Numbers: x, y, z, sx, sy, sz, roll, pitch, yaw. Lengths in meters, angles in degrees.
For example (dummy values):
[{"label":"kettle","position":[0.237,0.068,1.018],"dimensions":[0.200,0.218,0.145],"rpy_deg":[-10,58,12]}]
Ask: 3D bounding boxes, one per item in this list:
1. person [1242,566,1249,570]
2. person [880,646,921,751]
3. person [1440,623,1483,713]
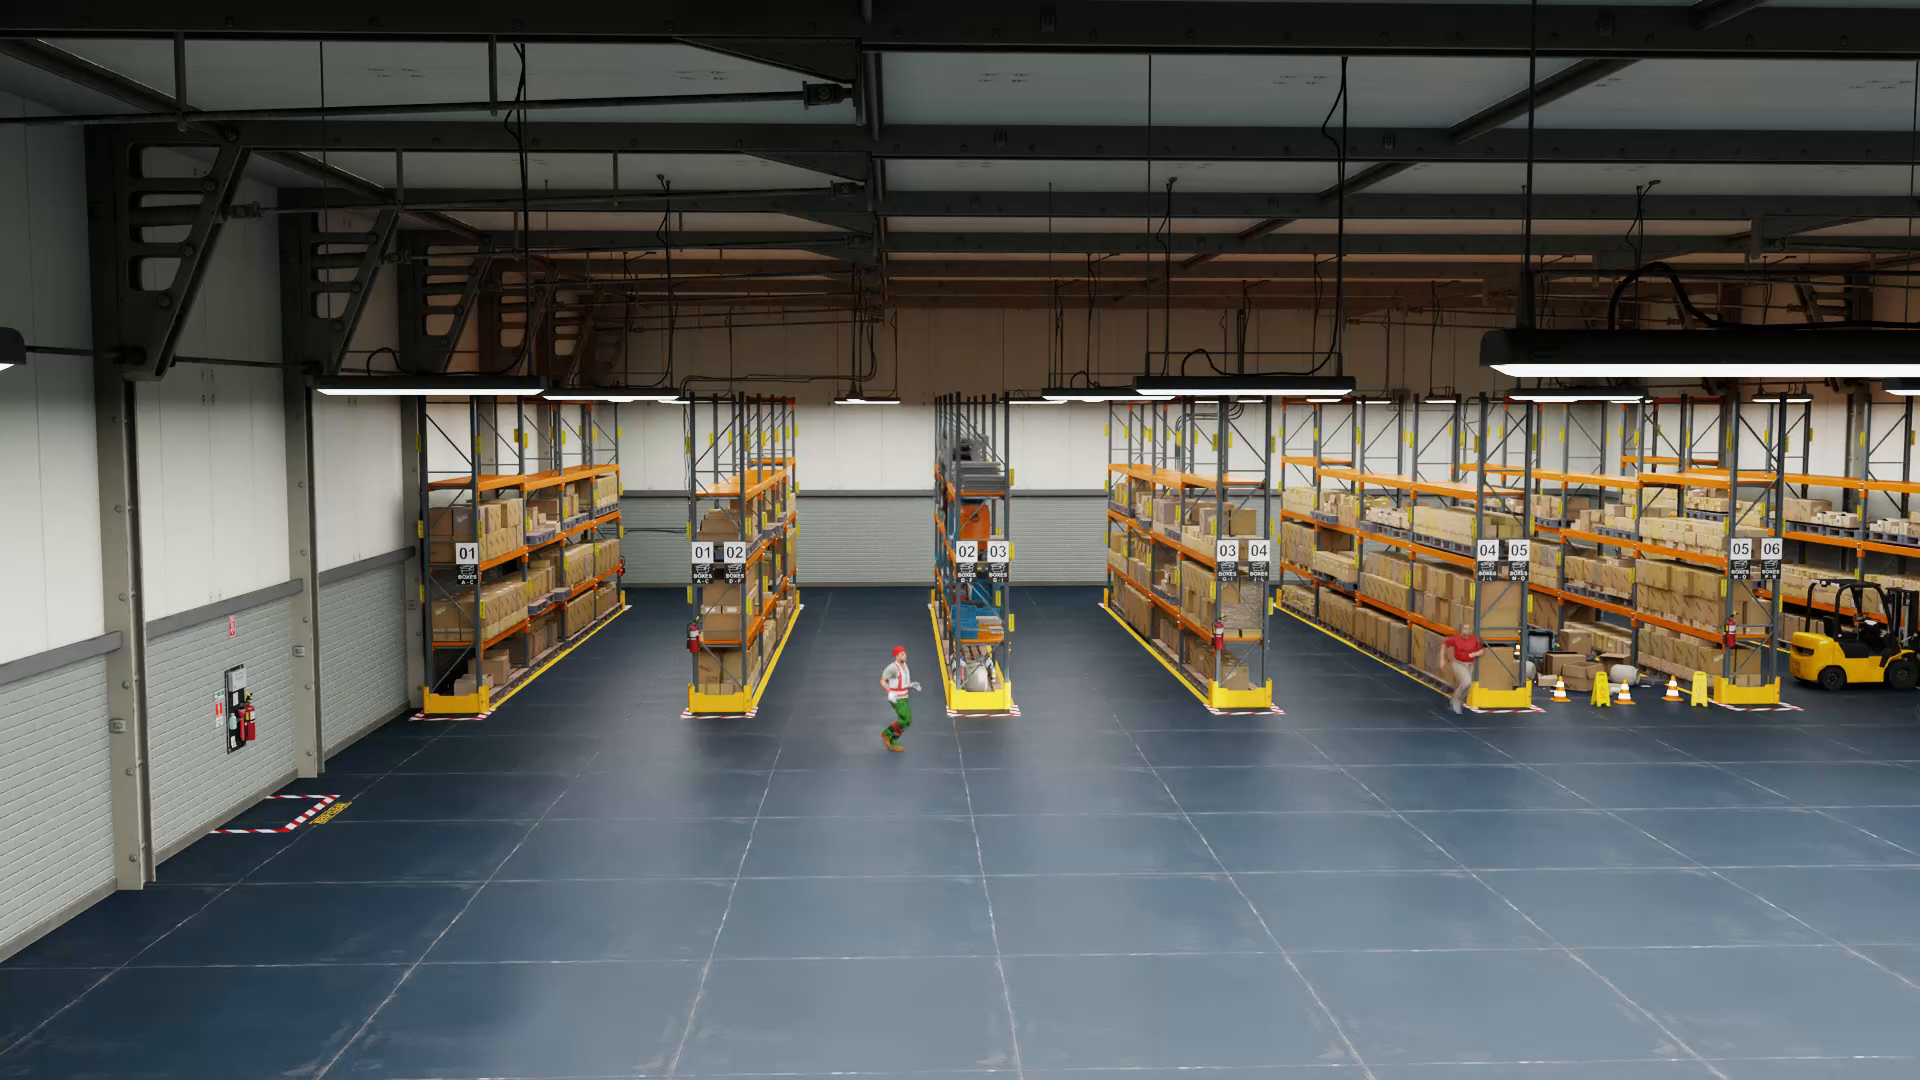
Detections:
[{"label":"person","position":[7.934,1.123,47.636],"dimensions":[0.679,1.606,0.530],"rpy_deg":[2,5,23]},{"label":"person","position":[-0.977,2.634,27.664],"dimensions":[0.609,1.749,0.637],"rpy_deg":[2,5,23]},{"label":"person","position":[9.401,2.392,31.087],"dimensions":[0.727,1.682,0.654],"rpy_deg":[-2,5,-19]}]
